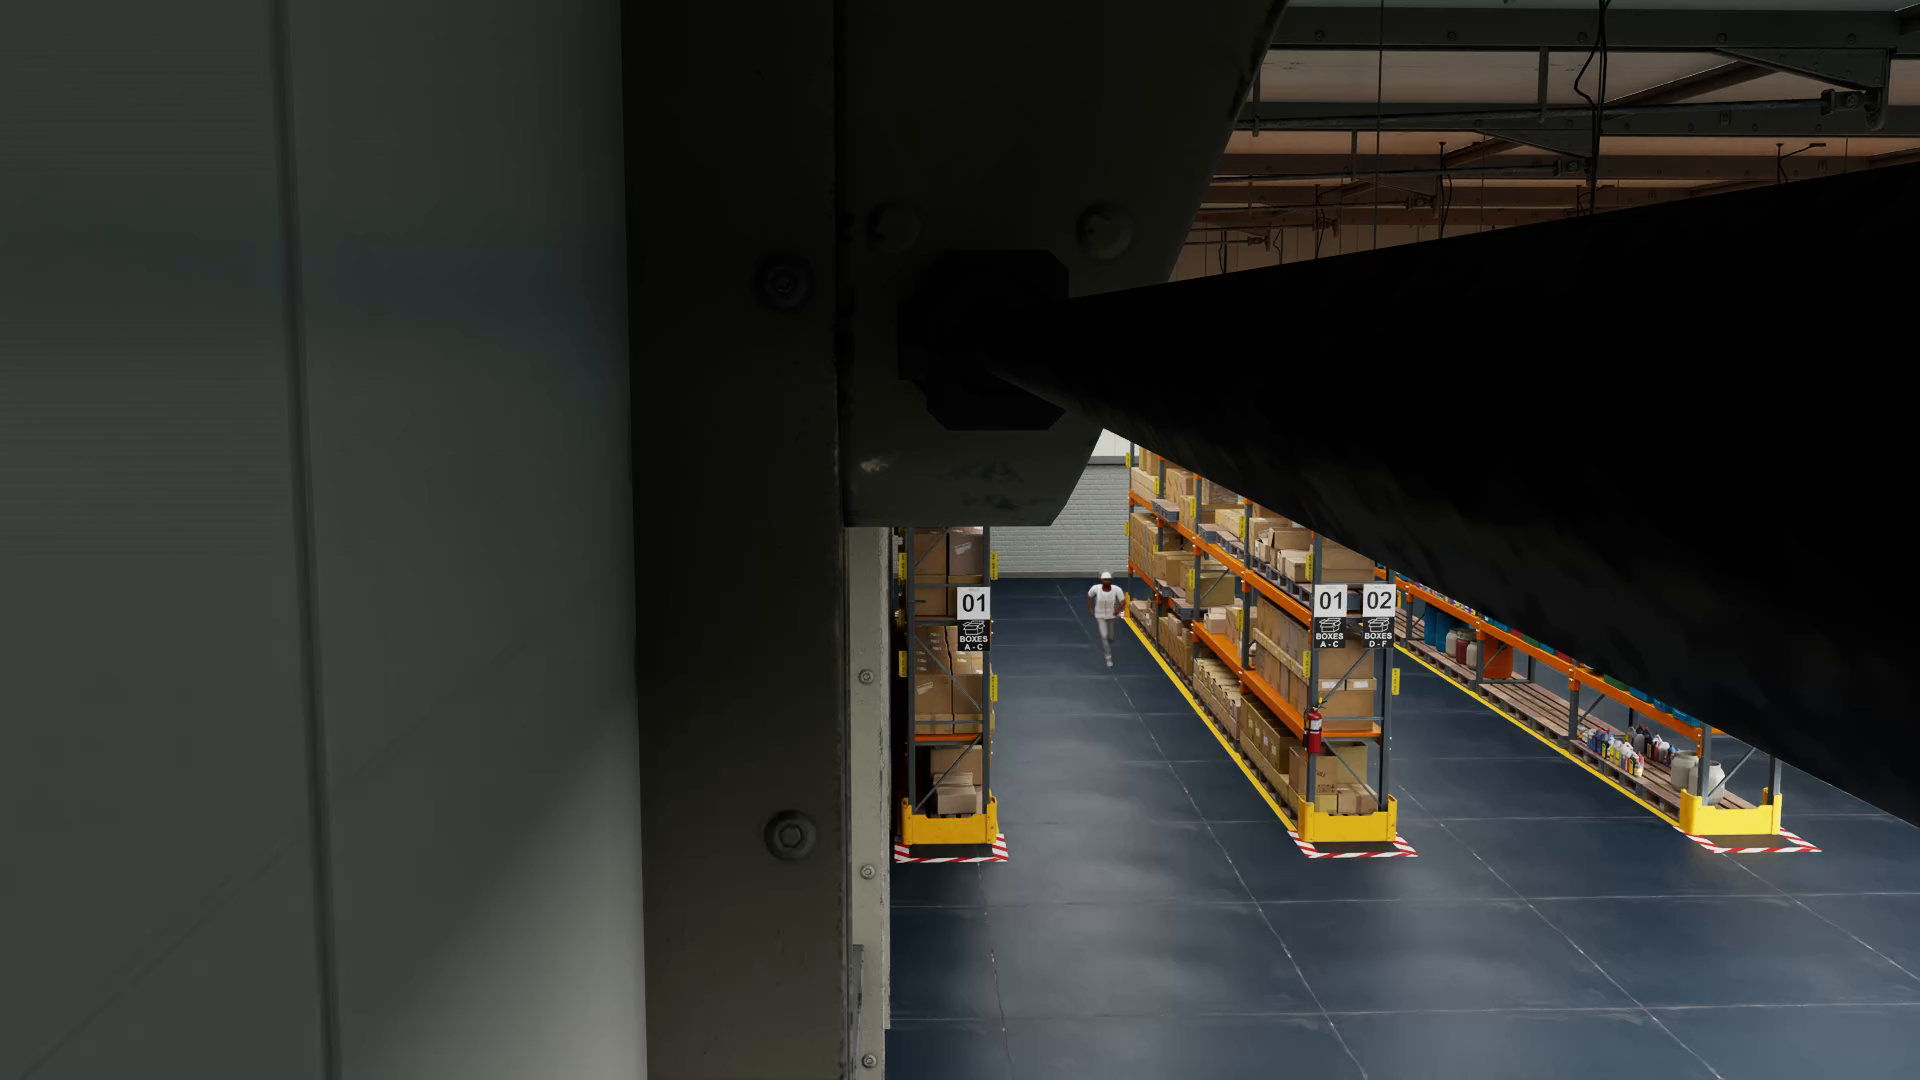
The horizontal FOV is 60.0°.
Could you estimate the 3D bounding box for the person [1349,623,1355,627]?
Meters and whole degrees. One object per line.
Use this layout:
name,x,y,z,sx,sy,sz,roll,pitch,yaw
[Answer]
person,7.016,1.520,30.629,0.685,1.793,0.776,-1,7,-11

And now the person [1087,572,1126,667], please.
person,2.764,1.455,31.379,0.726,1.752,0.975,0,7,2
